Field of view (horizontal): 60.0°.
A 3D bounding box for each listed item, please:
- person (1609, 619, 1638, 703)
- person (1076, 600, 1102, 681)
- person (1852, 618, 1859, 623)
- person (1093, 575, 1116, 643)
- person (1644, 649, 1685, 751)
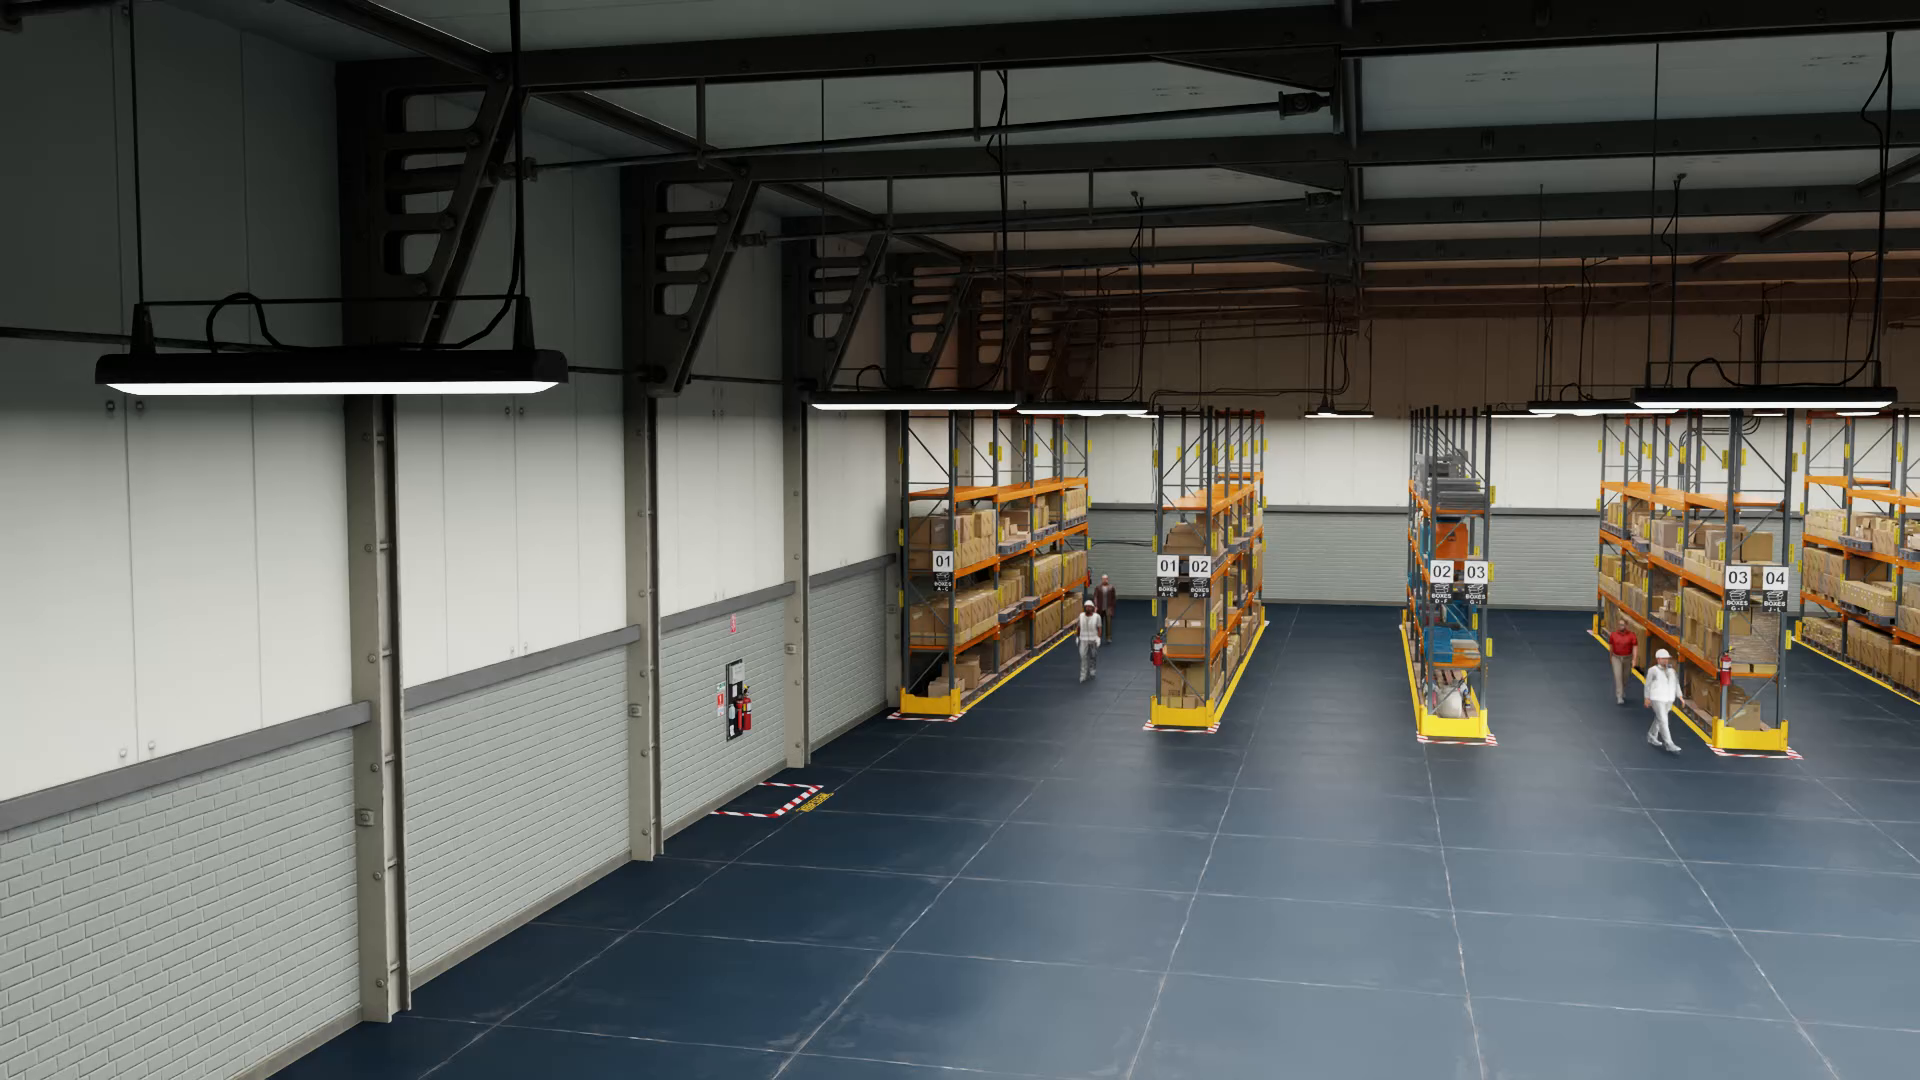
[{"bbox_3d":[13.508,2.442,33.834,0.506,1.662,1.078,1,4,11],"label":"person"},{"bbox_3d":[2.848,2.199,36.690,0.575,1.720,1.045,0,4,5],"label":"person"},{"bbox_3d":[23.809,1.767,43.890,1.008,1.559,0.466,3,5,35],"label":"person"},{"bbox_3d":[3.727,1.764,42.843,0.578,1.726,1.143,0,4,4],"label":"person"},{"bbox_3d":[12.264,2.765,28.874,0.558,1.724,0.982,-1,4,-16],"label":"person"}]
